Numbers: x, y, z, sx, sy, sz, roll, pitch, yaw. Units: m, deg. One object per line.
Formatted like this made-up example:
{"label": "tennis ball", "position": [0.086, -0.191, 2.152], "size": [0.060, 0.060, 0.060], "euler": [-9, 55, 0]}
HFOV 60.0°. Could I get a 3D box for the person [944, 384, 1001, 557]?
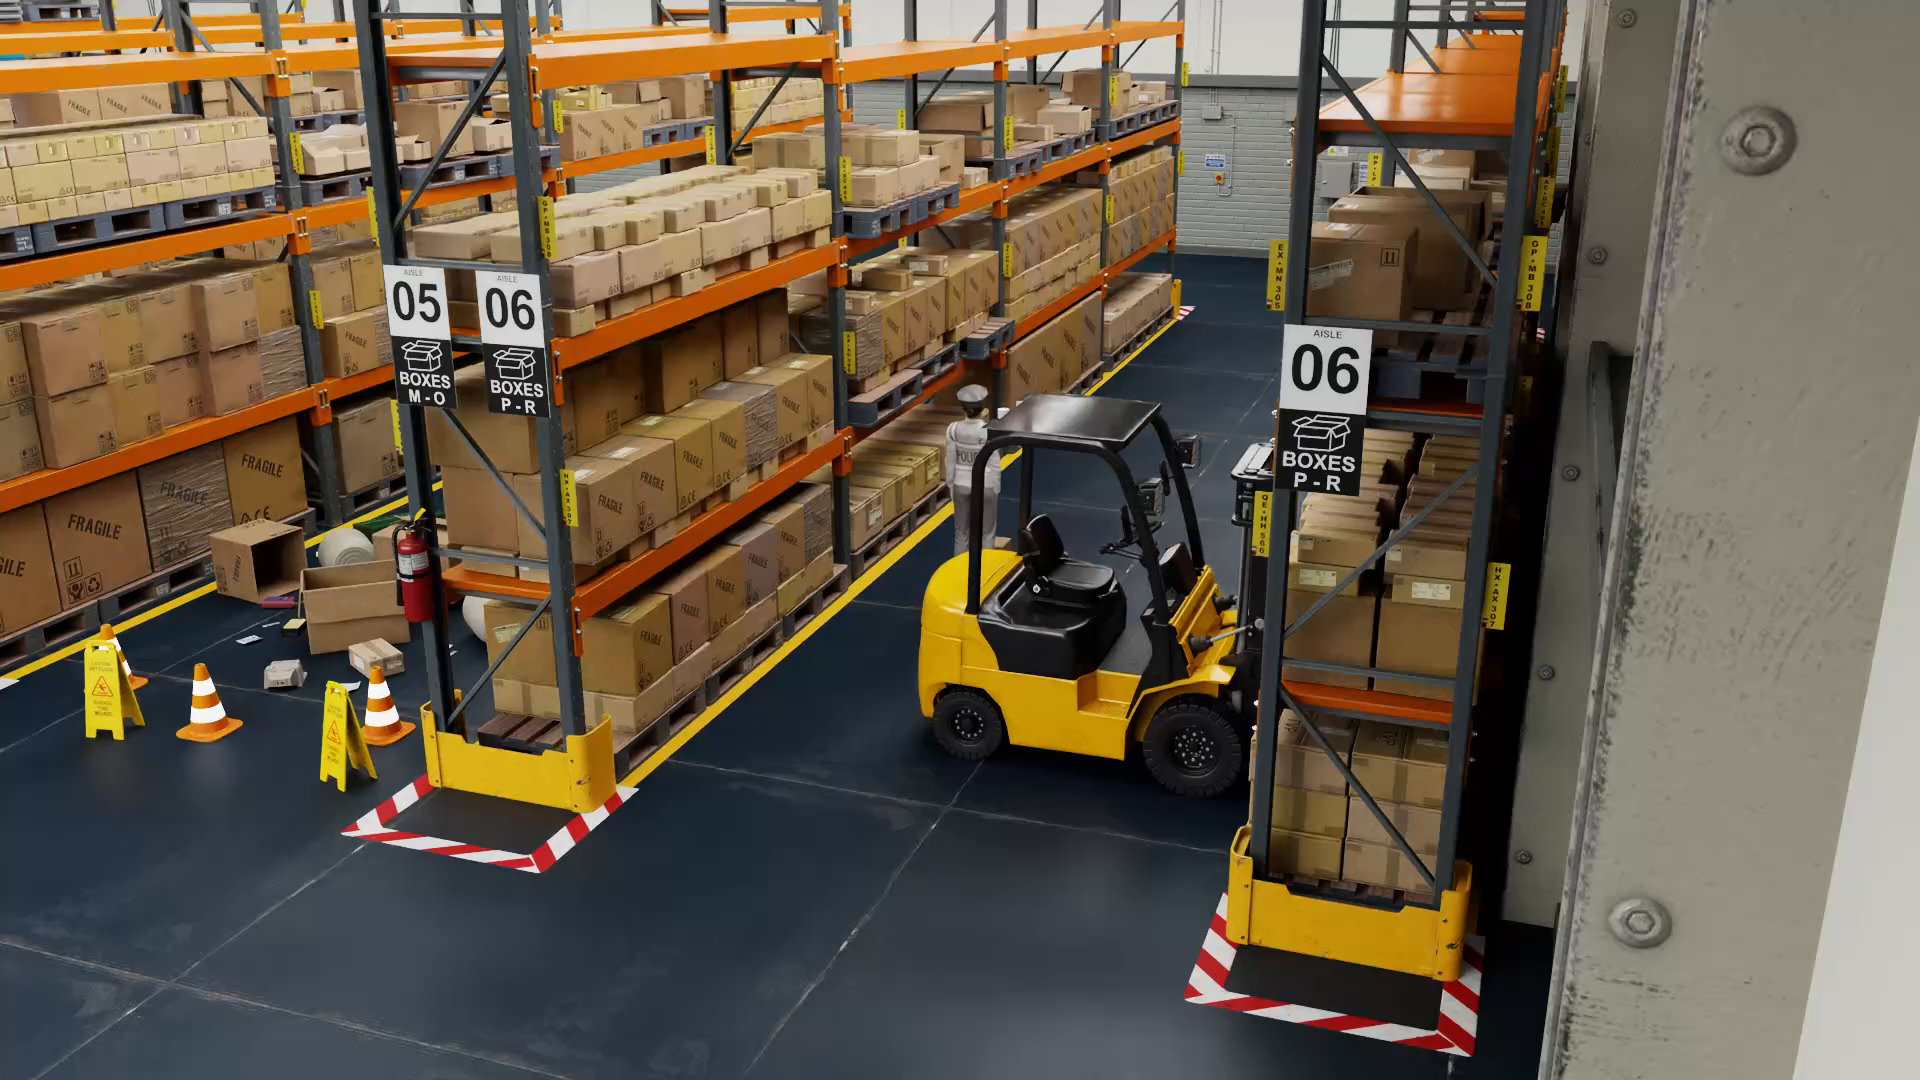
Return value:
{"label": "person", "position": [0.110, -0.402, 13.227], "size": [0.466, 1.680, 0.340], "euler": [7, 20, 19]}
